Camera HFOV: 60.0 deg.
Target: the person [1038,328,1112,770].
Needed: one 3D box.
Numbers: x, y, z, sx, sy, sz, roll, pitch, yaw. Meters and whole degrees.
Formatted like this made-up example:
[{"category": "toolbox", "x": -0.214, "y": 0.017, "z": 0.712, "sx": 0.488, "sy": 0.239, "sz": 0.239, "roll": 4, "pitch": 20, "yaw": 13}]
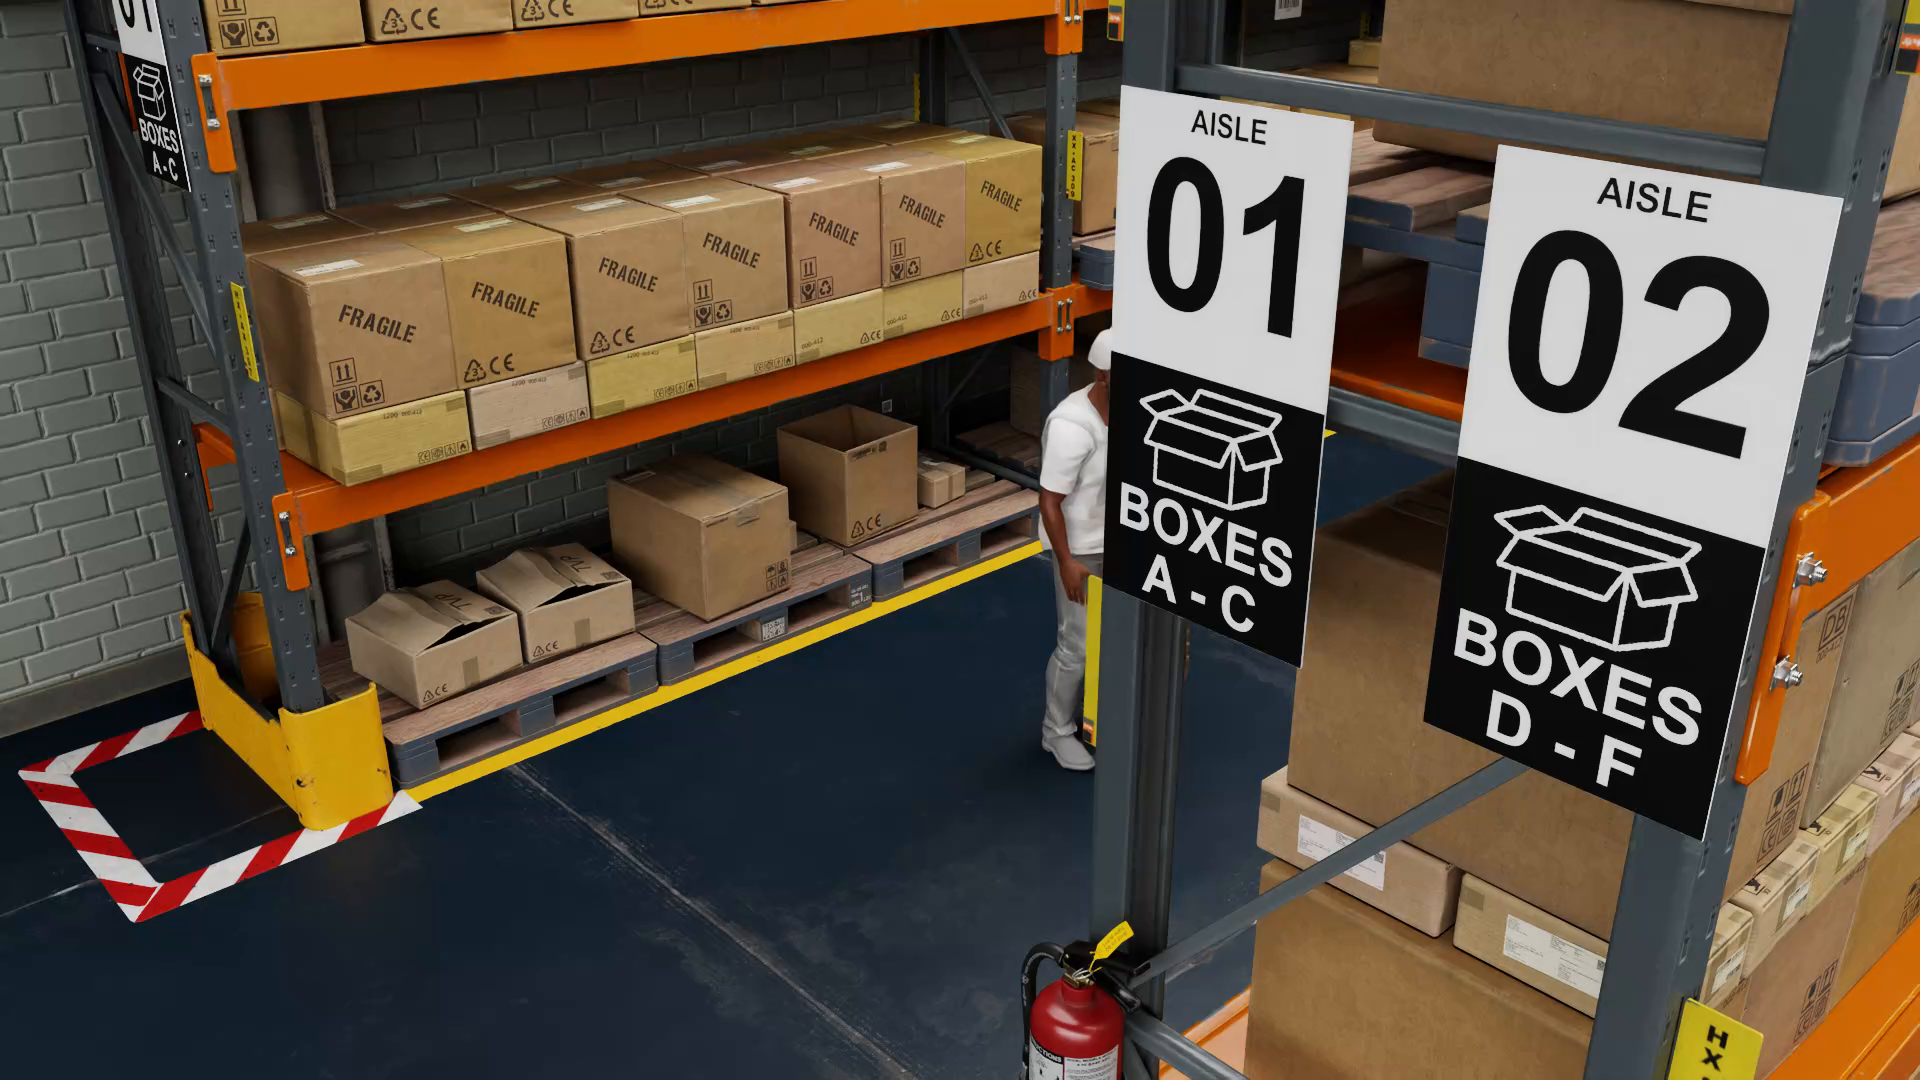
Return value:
[{"category": "person", "x": 0.548, "y": 0.013, "z": 6.549, "sx": 0.597, "sy": 1.763, "sz": 0.439, "roll": -22, "pitch": 32, "yaw": -40}]
